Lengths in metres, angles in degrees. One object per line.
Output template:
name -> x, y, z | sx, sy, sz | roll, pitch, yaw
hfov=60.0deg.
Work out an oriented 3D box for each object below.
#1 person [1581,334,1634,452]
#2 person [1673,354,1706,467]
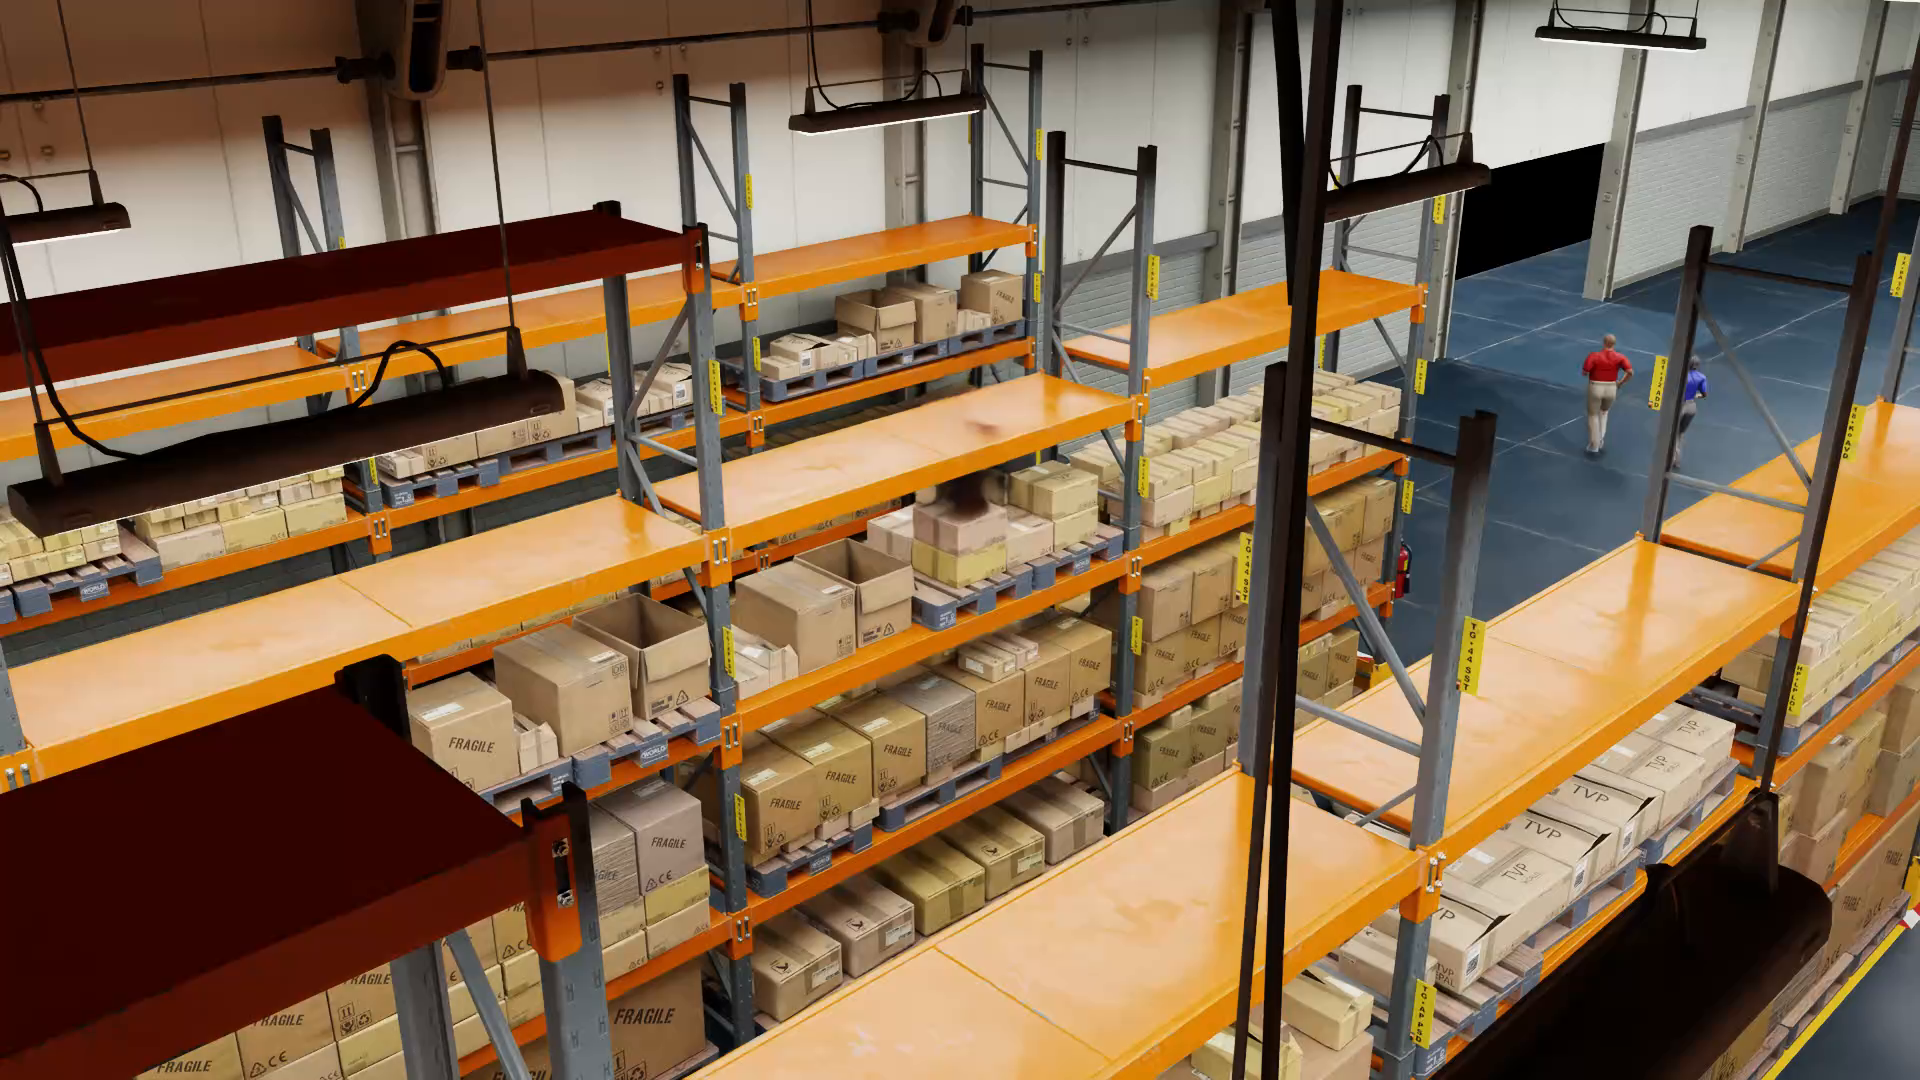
person -> 9.112, -2.071, 23.654 | 0.637, 1.790, 0.704 | 1, 22, 3
person -> 10.037, -1.827, 23.162 | 0.570, 1.608, 0.568 | 0, 22, -1
